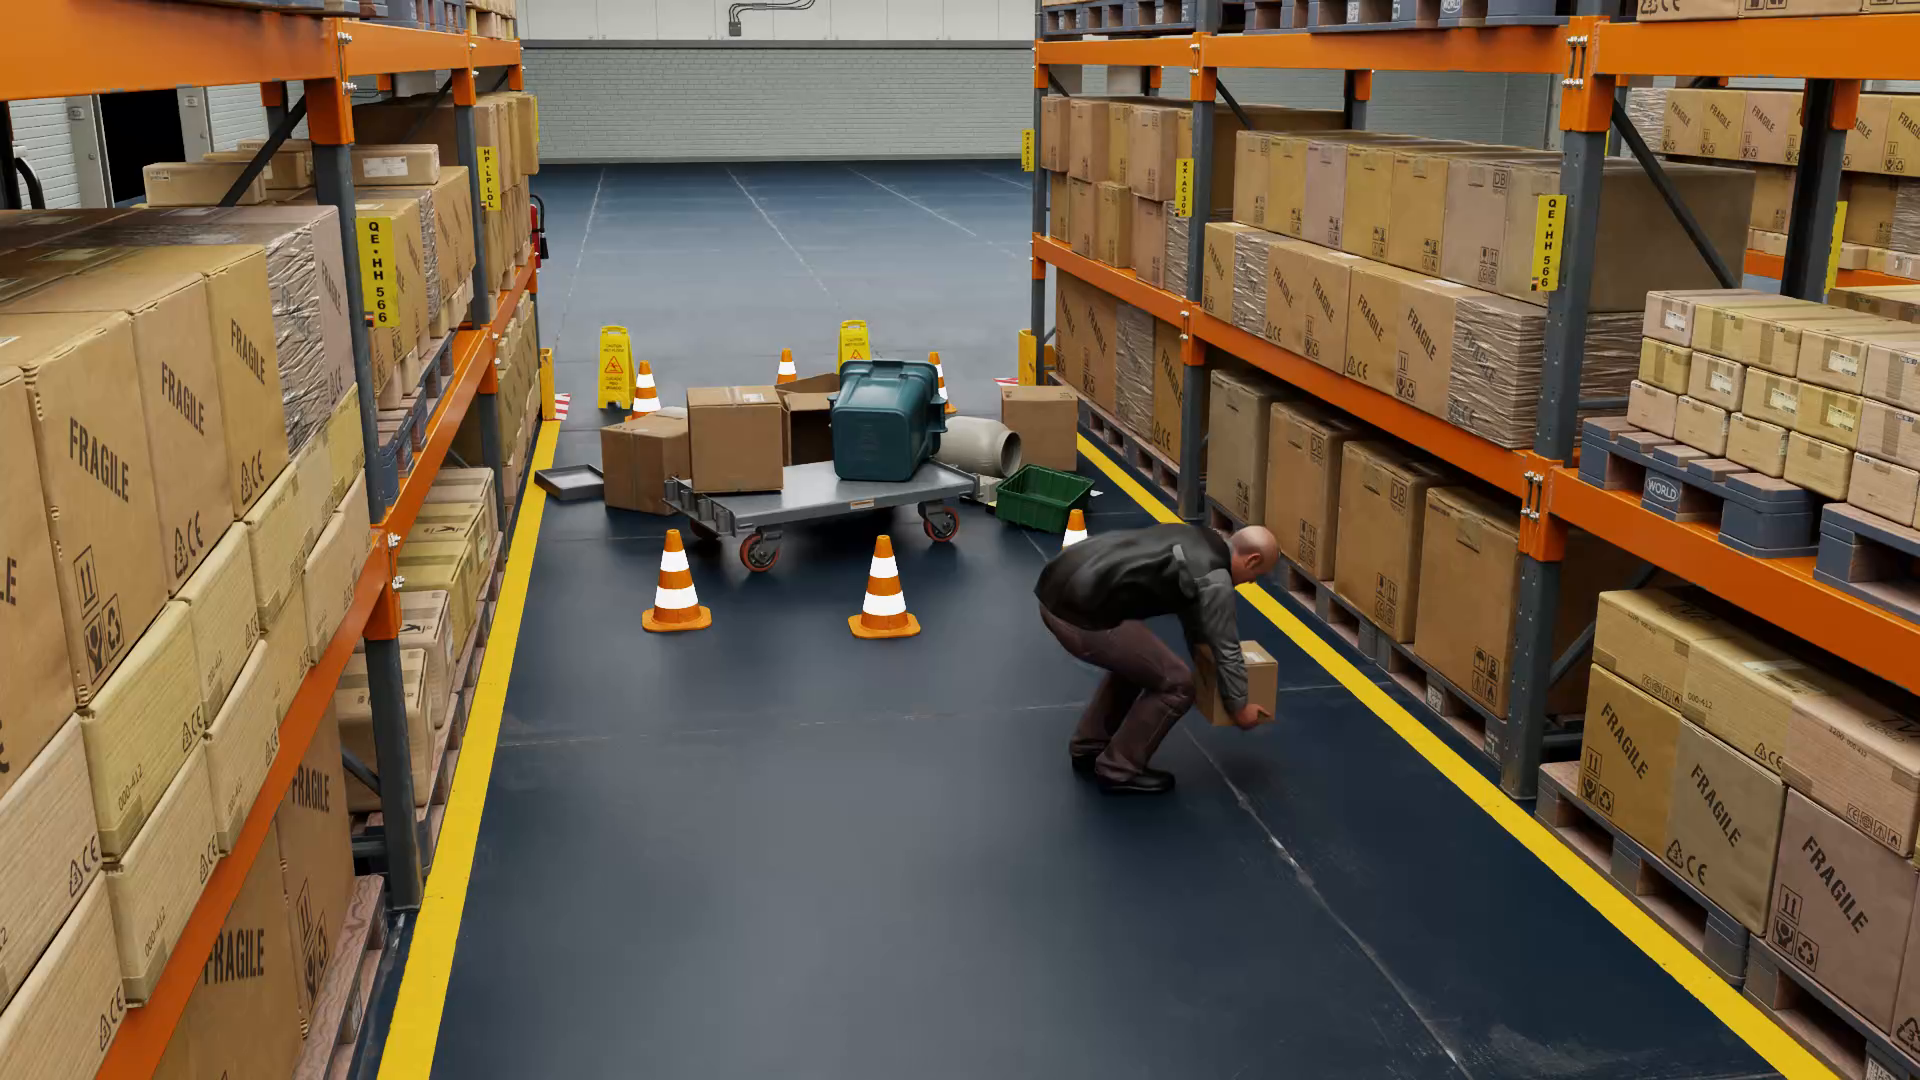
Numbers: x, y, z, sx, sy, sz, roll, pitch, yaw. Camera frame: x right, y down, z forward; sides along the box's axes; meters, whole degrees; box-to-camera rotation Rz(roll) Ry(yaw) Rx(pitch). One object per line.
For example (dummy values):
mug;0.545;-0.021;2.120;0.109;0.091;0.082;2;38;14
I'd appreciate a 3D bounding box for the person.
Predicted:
person;0.760;0.430;6.381;0.949;1.008;0.507;-4;17;-13
